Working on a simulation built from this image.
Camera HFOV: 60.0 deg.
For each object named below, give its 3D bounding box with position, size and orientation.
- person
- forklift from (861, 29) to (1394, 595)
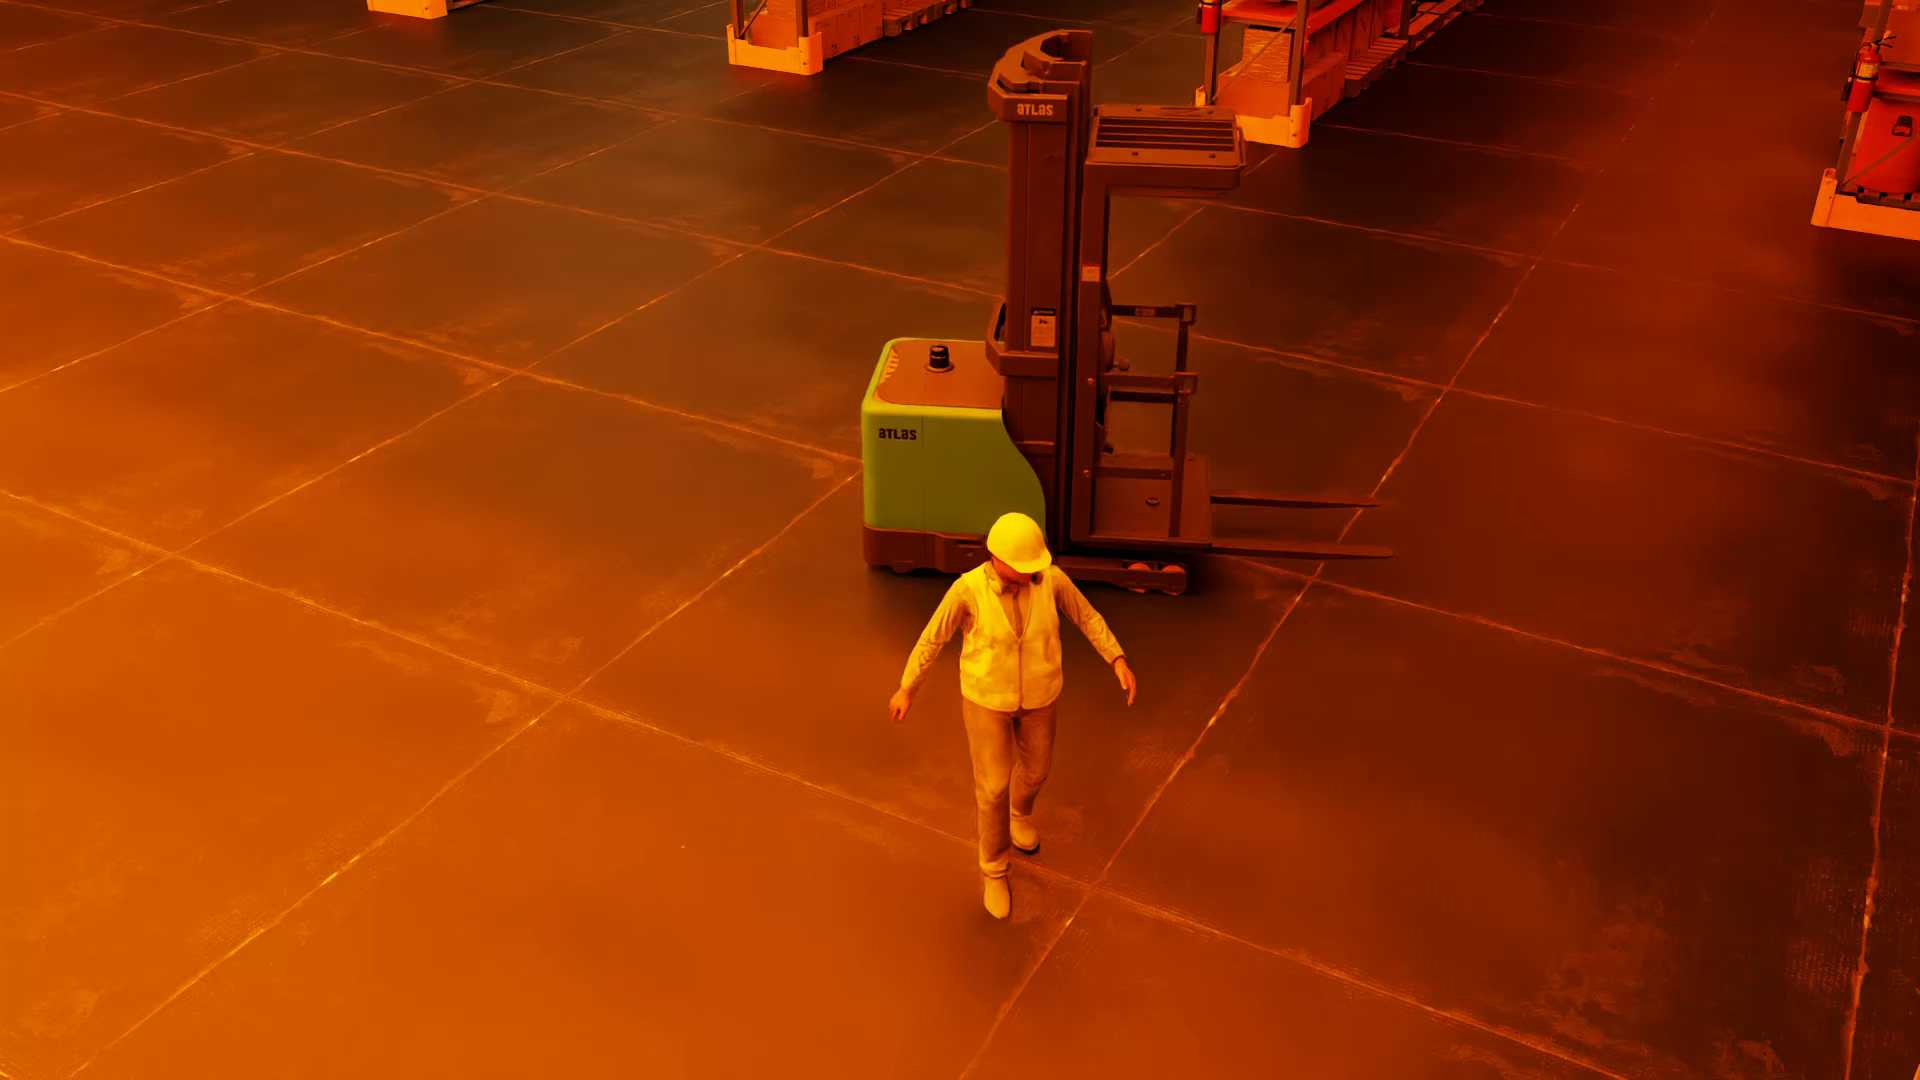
[{"bbox_3d":[0.209,0.711,7.061,0.974,1.774,0.695,-7,31,-11],"label":"person"},{"bbox_3d":[0.991,-1.238,9.216,3.031,2.935,1.130,3,30,6],"label":"forklift"}]
